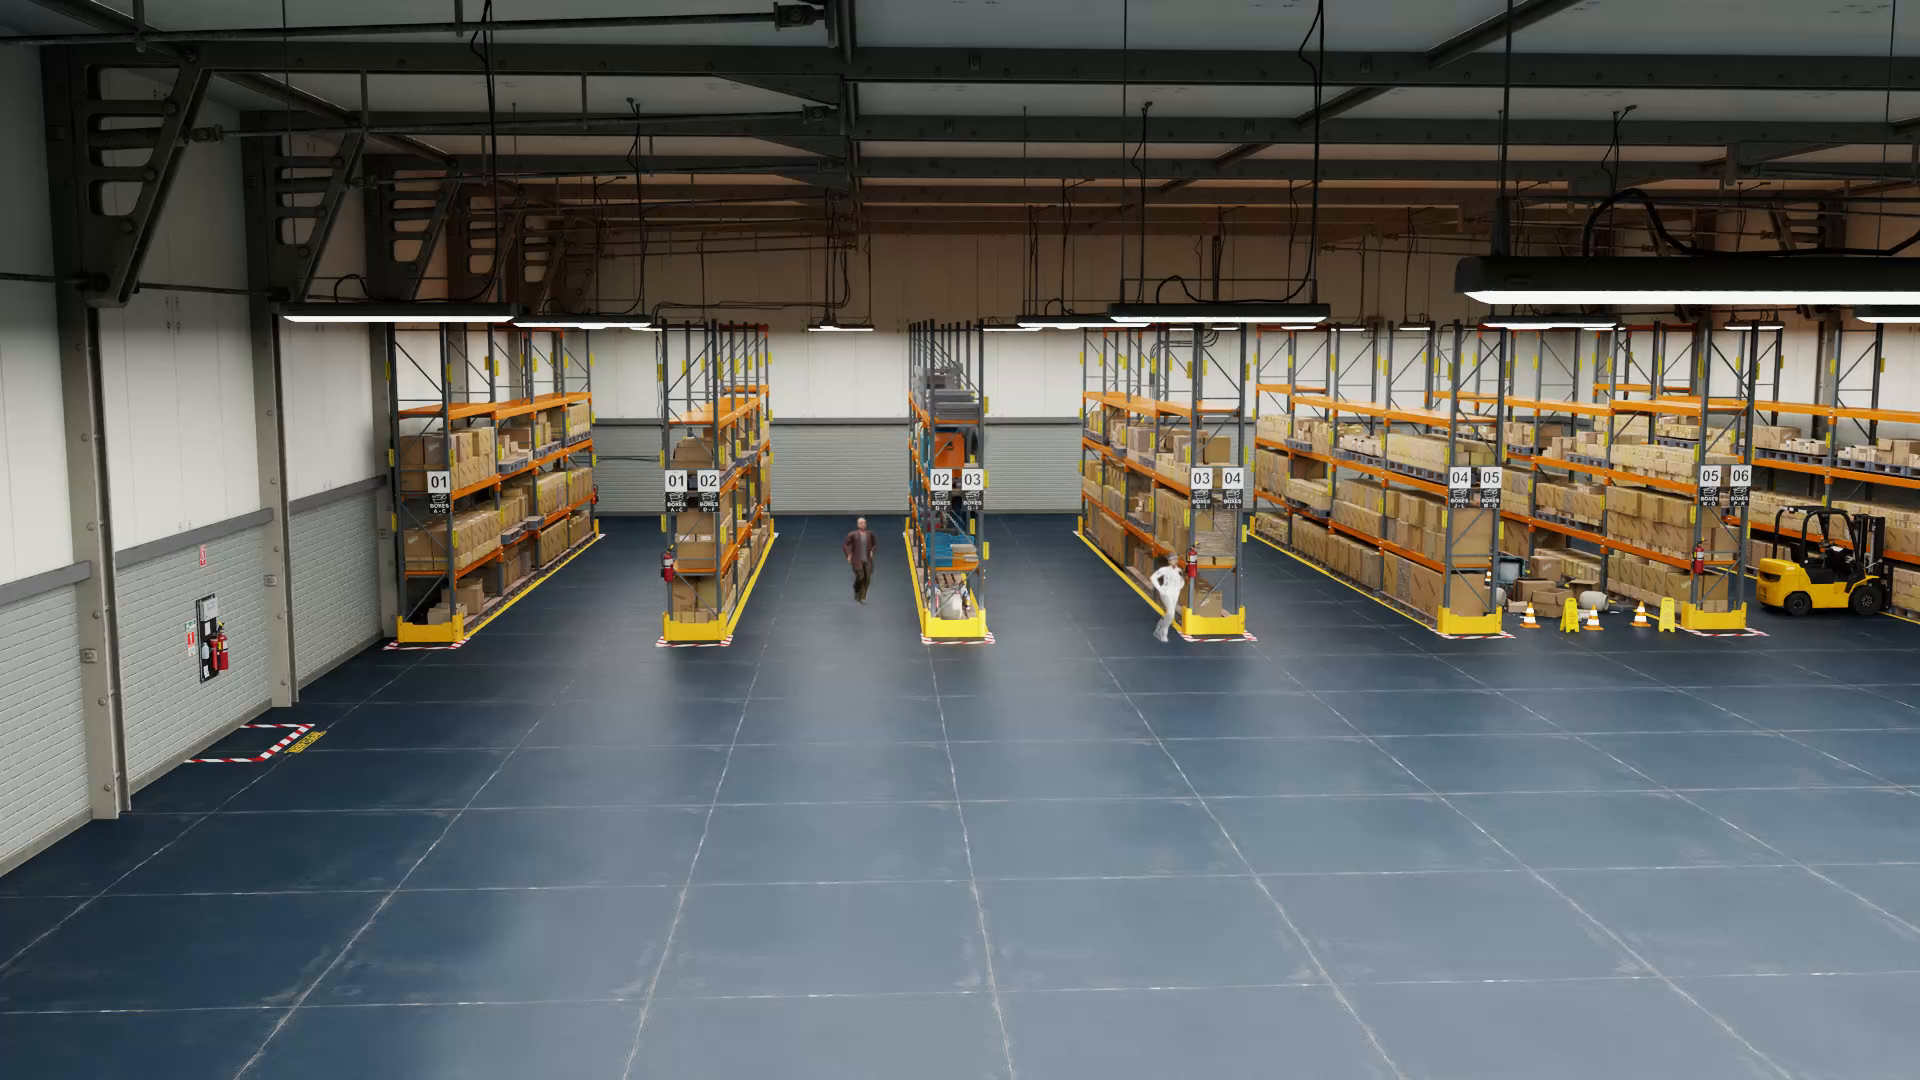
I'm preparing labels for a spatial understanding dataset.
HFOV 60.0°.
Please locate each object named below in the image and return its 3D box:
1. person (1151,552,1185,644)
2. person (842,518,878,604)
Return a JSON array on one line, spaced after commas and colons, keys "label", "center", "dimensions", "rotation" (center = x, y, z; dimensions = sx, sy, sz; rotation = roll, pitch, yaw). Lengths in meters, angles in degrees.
[{"label": "person", "center": [3.920, 1.072, 31.077], "dimensions": [0.638, 1.706, 0.630], "rotation": [-4, 8, -30]}, {"label": "person", "center": [-1.964, 0.434, 33.529], "dimensions": [0.707, 1.746, 0.562], "rotation": [-3, 8, -20]}]
